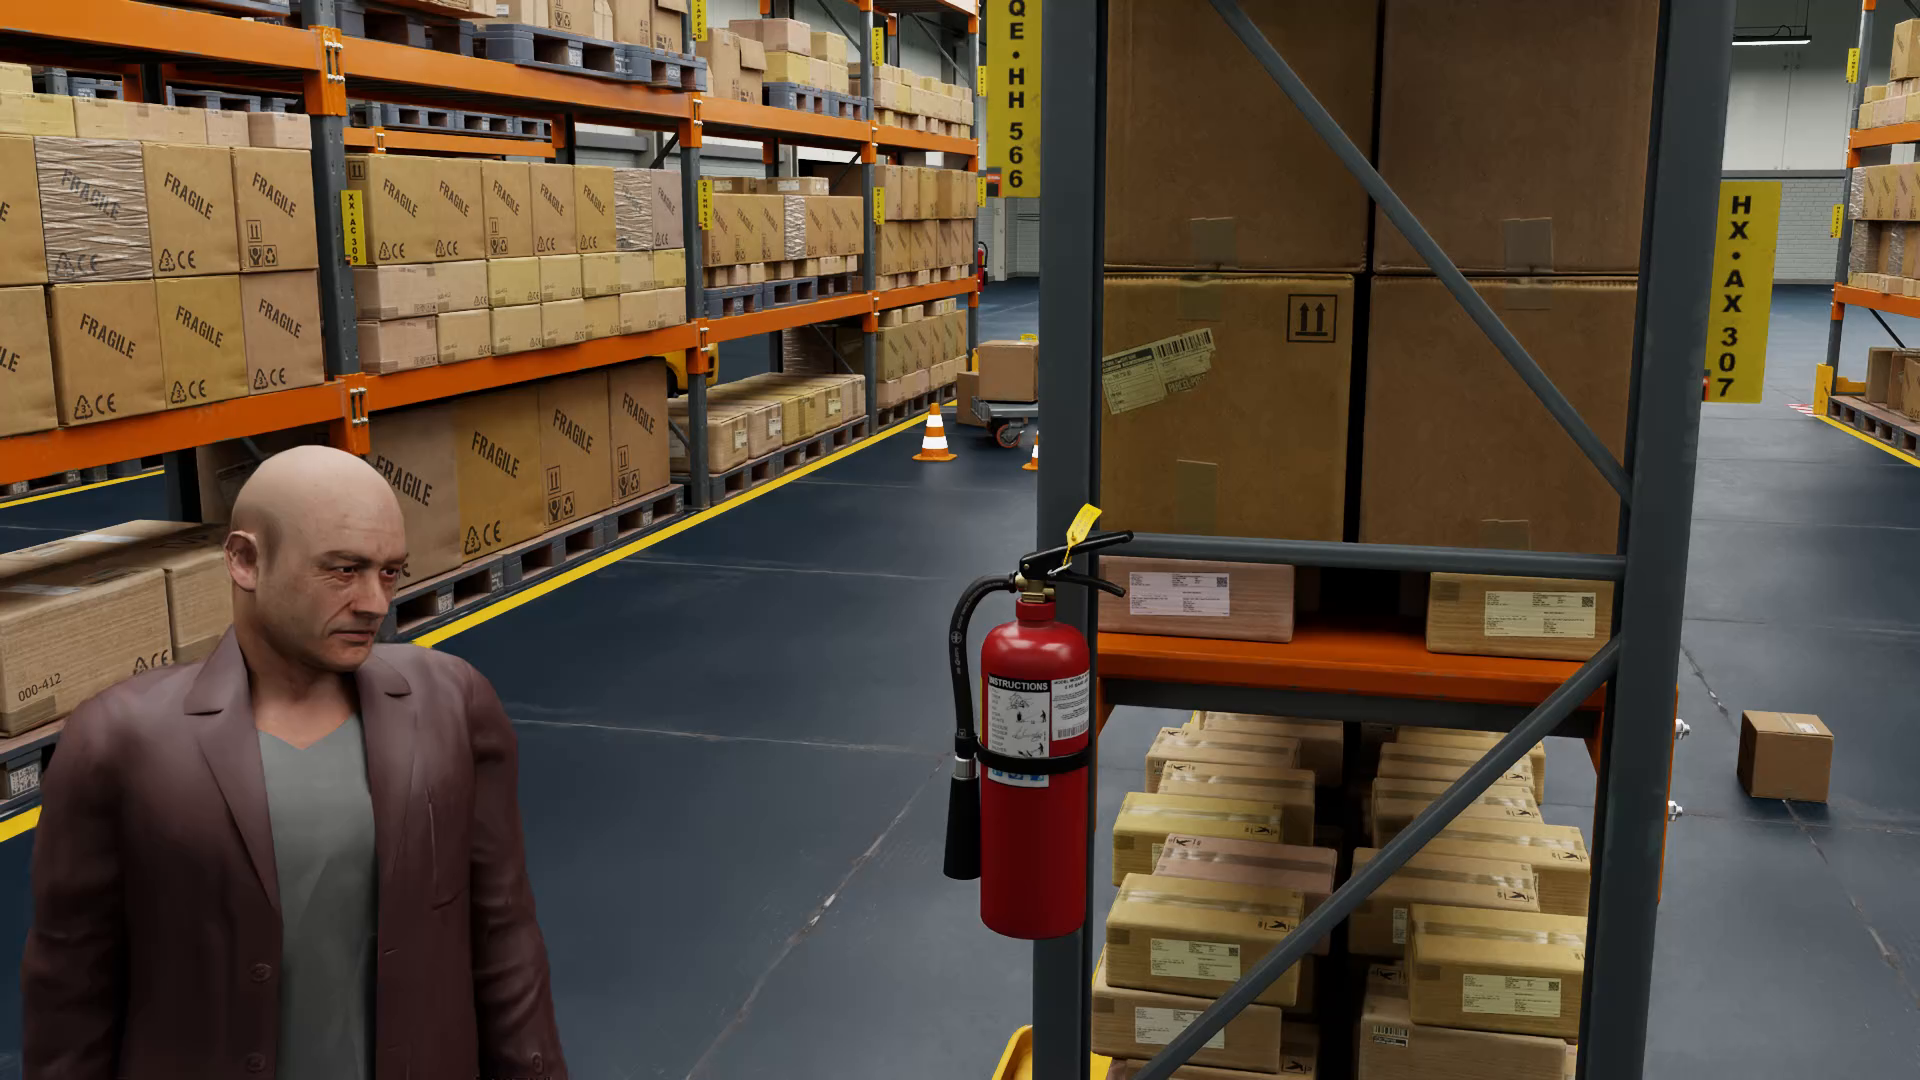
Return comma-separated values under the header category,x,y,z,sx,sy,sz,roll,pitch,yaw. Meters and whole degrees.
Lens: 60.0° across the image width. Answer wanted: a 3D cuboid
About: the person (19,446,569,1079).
category,x,y,z,sx,sy,sz,roll,pitch,yaw
person,-0.797,0.761,2.052,0.638,1.761,0.561,-6,13,-28
